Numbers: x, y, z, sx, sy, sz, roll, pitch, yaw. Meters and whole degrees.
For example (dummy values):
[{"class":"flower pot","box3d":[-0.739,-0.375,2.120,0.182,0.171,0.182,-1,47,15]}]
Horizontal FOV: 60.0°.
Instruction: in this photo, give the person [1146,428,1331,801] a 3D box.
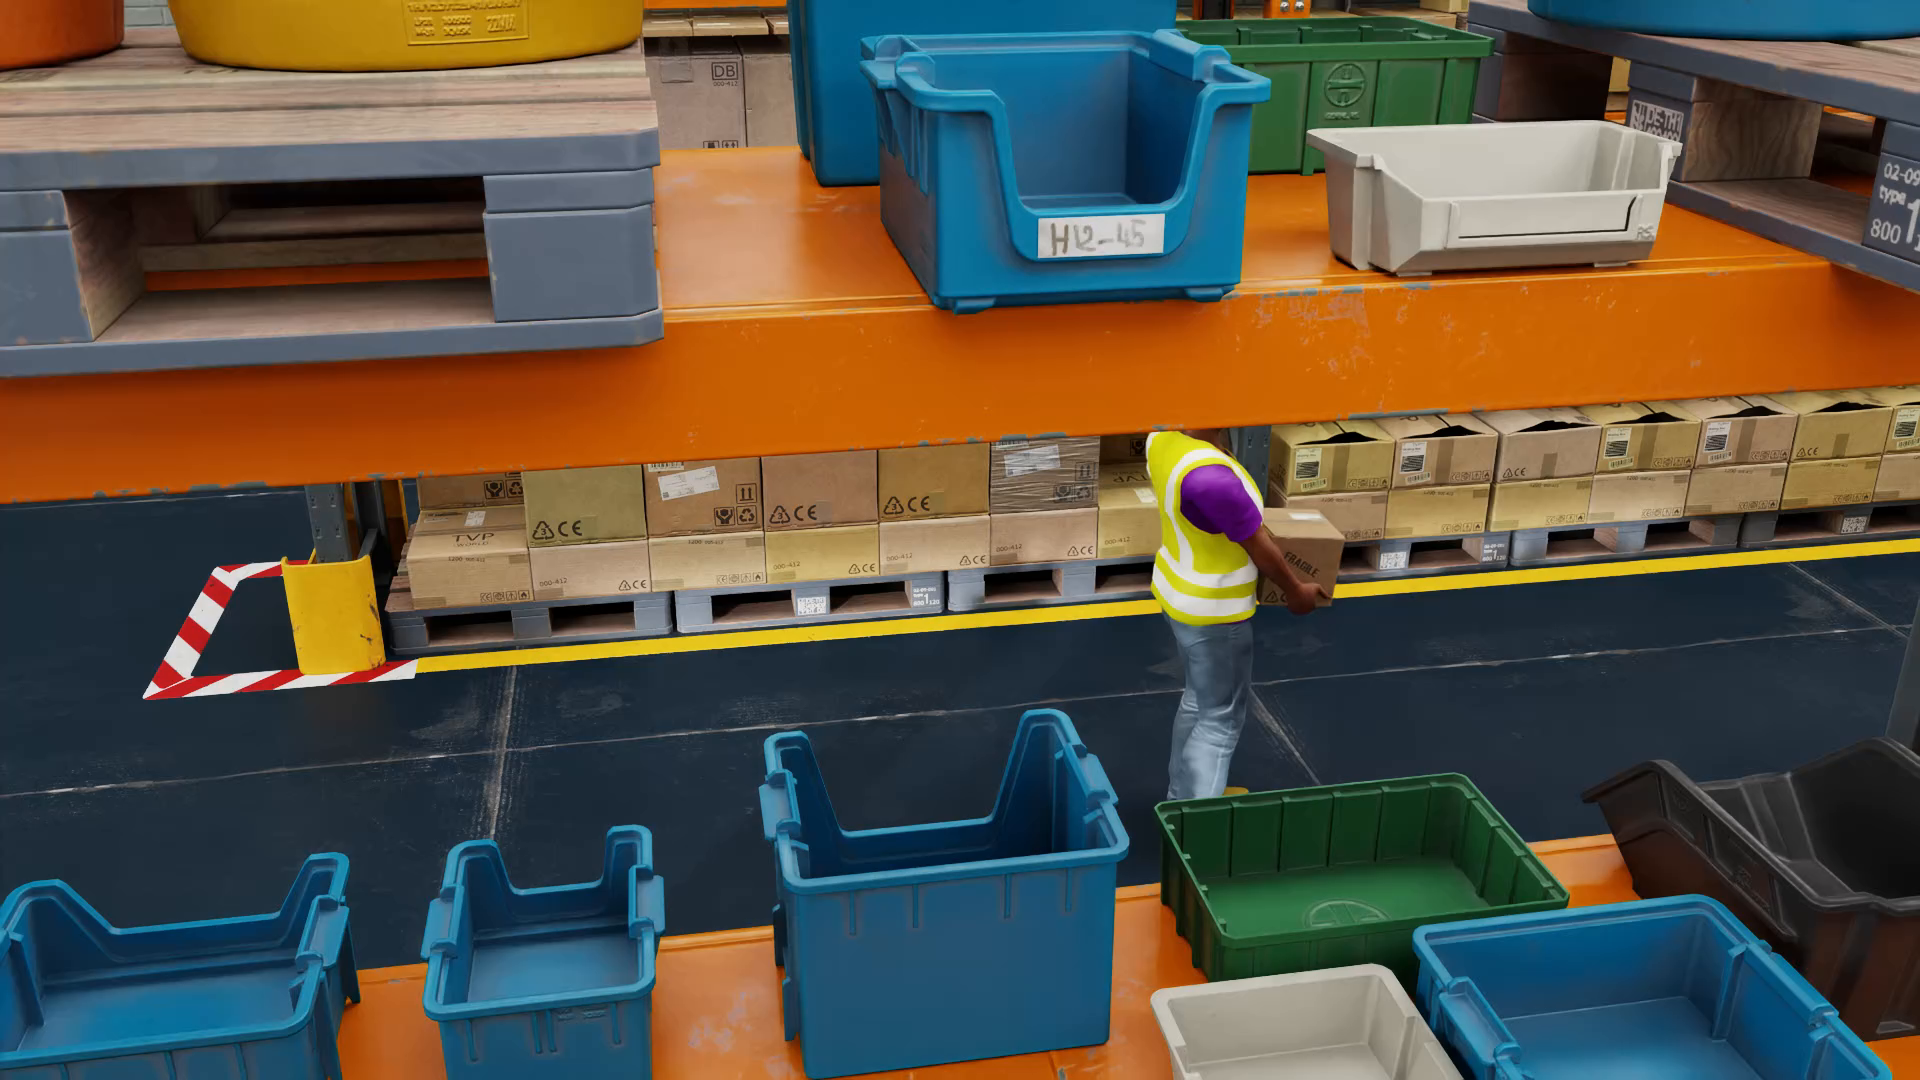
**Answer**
[{"class":"person","box3d":[0.915,0.204,5.599,0.577,1.761,0.502,-4,24,-9]}]
